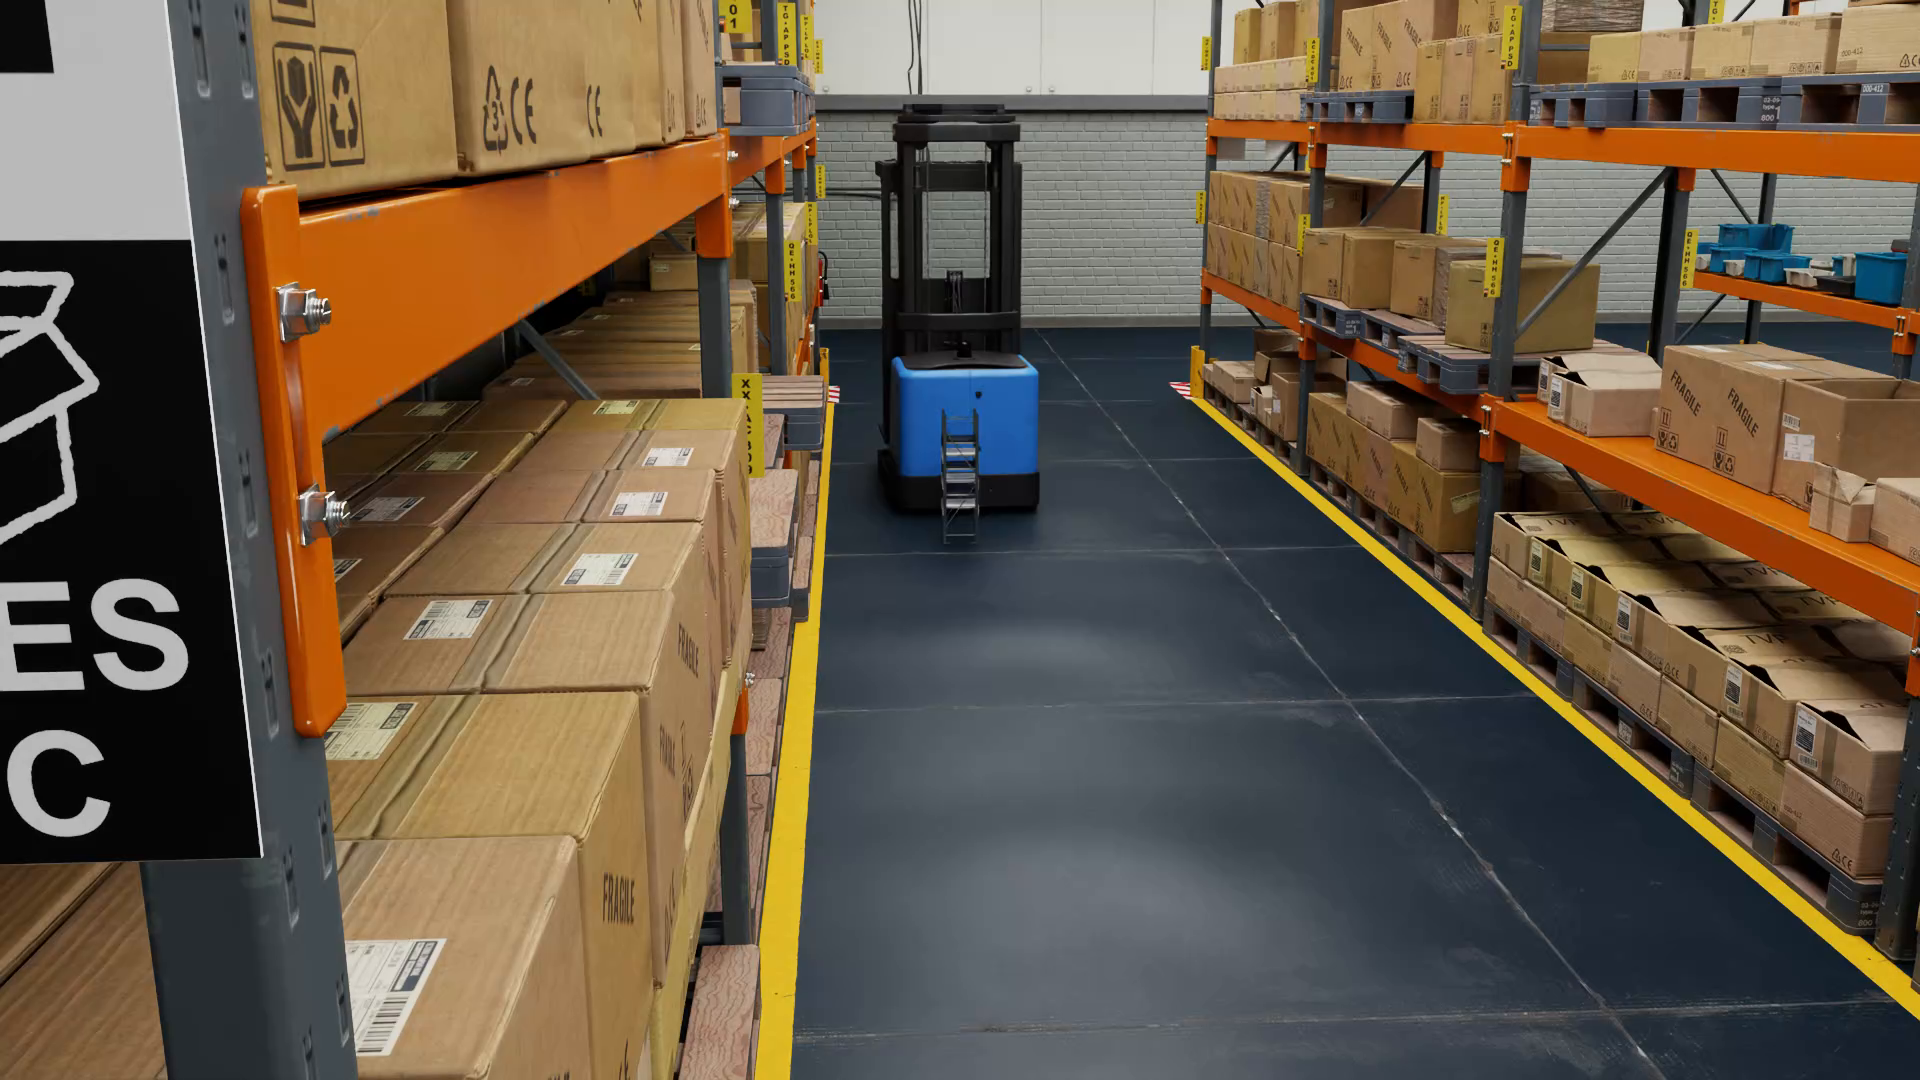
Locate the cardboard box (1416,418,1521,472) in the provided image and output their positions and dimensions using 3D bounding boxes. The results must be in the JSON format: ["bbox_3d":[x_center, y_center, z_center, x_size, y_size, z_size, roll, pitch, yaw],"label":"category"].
[{"bbox_3d":[3.198,-0.603,10.480,0.500,0.250,0.500,0,14,-1],"label":"cardboard box"}]

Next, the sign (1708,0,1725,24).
[{"bbox_3d":[4.052,-2.743,8.950,0.100,0.325,0.005,-1,14,-3],"label":"sign"}]

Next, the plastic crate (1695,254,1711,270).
[{"bbox_3d":[7.570,-2.814,16.851,0.250,0.136,0.298,-1,14,-3],"label":"plastic crate"}]

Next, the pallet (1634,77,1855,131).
[{"bbox_3d":[3.701,-1.911,7.291,1.003,0.211,1.213,0,14,-1],"label":"pallet"}]

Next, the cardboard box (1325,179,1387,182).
[{"bbox_3d":[3.437,-2.900,14.570,0.500,0.500,0.500,-1,14,-5],"label":"cardboard box"}]

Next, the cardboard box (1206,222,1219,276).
[{"bbox_3d":[2.766,-2.918,16.649,0.500,0.500,0.500,-1,14,-2],"label":"cardboard box"}]

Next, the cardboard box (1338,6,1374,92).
[{"bbox_3d":[3.207,-3.616,12.297,0.600,0.600,0.600,-2,15,-9],"label":"cardboard box"}]

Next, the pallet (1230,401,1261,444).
[{"bbox_3d":[3.129,-1.114,15.433,1.003,0.211,1.213,-1,14,-3],"label":"pallet"}]

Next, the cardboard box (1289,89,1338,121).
[{"bbox_3d":[2.954,-3.486,13.338,0.500,0.250,0.500,-1,14,-3],"label":"cardboard box"}]

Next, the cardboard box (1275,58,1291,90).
[{"bbox_3d":[2.921,-3.853,13.759,0.500,0.250,0.500,-1,14,-3],"label":"cardboard box"}]

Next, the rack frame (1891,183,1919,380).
[{"bbox_3d":[8.194,-2.065,13.533,1.000,3.000,0.127,-1,14,-3],"label":"rack frame"}]

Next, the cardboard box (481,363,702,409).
[{"bbox_3d":[-1.196,-0.311,5.633,0.700,0.500,0.500,-1,14,-3],"label":"cardboard box"}]

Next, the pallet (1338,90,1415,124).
[{"bbox_3d":[3.287,-2.930,11.252,1.213,0.211,1.003,-1,14,-3],"label":"pallet"}]

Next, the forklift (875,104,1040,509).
[{"bbox_3d":[-0.094,-1.964,13.278,1.130,2.935,3.031,-2,15,-6],"label":"forklift"}]

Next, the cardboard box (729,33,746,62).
[{"bbox_3d":[-1.533,-2.749,9.088,0.700,0.500,0.500,-2,15,-8],"label":"cardboard box"}]

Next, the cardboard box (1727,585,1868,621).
[{"bbox_3d":[3.872,0.368,7.627,0.500,0.311,0.500,0,14,-2],"label":"cardboard box"}]

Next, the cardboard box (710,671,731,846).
[{"bbox_3d":[-0.798,0.502,3.815,0.500,0.250,0.500,-1,14,-4],"label":"cardboard box"}]

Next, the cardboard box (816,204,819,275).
[{"bbox_3d":[-1.901,-2.926,16.275,0.980,0.700,0.700,0,14,-1],"label":"cardboard box"}]

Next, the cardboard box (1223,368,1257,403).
[{"bbox_3d":[2.814,-1.478,15.884,0.500,0.250,0.500,-1,14,-3],"label":"cardboard box"}]

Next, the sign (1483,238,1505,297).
[{"bbox_3d":[2.956,-1.506,9.197,0.100,0.325,0.005,-1,14,-3],"label":"sign"}]

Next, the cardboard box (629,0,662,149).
[{"bbox_3d":[-0.810,-0.922,2.828,0.500,0.500,0.500,0,14,0],"label":"cardboard box"}]

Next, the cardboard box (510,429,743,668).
[{"bbox_3d":[-0.824,0.014,4.208,0.500,0.500,0.500,-1,14,-4],"label":"cardboard box"}]

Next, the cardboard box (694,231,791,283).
[{"bbox_3d":[-1.219,-1.607,9.409,0.500,0.250,0.500,-1,14,-2],"label":"cardboard box"}]

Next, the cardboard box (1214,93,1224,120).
[{"bbox_3d":[2.780,-4.233,16.239,0.500,0.250,0.500,-1,14,-3],"label":"cardboard box"}]

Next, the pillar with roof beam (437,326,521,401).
[{"bbox_3d":[2.067,-3.553,7.274,9.100,9.000,0.400,-1,14,-3],"label":"pillar with roof beam"}]

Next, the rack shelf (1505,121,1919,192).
[{"bbox_3d":[3.621,-1.602,7.156,1.077,0.370,4.000,-1,14,-3],"label":"rack shelf"}]

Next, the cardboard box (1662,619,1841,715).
[{"bbox_3d":[3.367,0.507,7.086,0.500,0.311,0.500,-1,14,-4],"label":"cardboard box"}]

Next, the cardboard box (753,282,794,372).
[{"bbox_3d":[-1.221,-1.244,9.505,0.500,0.500,0.500,0,14,-2],"label":"cardboard box"}]

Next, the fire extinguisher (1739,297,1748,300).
[{"bbox_3d":[8.390,-2.886,17.629,0.296,0.674,0.183,-1,14,-3],"label":"fire extinguisher"}]

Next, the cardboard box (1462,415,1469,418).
[{"bbox_3d":[3.619,-0.626,12.073,0.500,0.500,0.500,-1,14,-3],"label":"cardboard box"}]

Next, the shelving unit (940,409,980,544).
[{"bbox_3d":[0.000,-0.438,11.422,0.258,0.900,0.210,-1,14,-3],"label":"shelving unit"}]

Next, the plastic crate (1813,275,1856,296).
[{"bbox_3d":[7.856,-2.235,14.626,0.437,0.125,0.590,-1,14,-3],"label":"plastic crate"}]

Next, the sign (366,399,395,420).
[{"bbox_3d":[-1.752,-0.474,5.025,0.100,0.325,0.005,-1,14,-3],"label":"sign"}]

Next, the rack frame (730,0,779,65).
[{"bbox_3d":[-1.446,-3.823,8.325,1.000,3.000,0.127,-1,14,-3],"label":"rack frame"}]

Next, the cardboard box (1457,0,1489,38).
[{"bbox_3d":[3.414,-3.342,10.270,0.500,0.500,0.500,-1,14,-3],"label":"cardboard box"}]

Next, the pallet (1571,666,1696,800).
[{"bbox_3d":[3.582,0.864,7.746,1.003,0.211,1.213,-1,14,-3],"label":"pallet"}]

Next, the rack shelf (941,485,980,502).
[{"bbox_3d":[0.000,-0.318,11.453,0.258,0.077,0.200,-1,14,-3],"label":"rack shelf"}]

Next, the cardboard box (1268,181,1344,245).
[{"bbox_3d":[2.925,-2.771,14.071,0.500,0.500,0.500,-1,14,-5],"label":"cardboard box"}]

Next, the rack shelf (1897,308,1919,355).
[{"bbox_3d":[8.318,-1.219,11.689,1.077,0.370,4.000,-1,14,-3],"label":"rack shelf"}]

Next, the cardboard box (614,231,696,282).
[{"bbox_3d":[-1.733,-1.592,9.350,0.500,0.250,0.500,0,14,-2],"label":"cardboard box"}]

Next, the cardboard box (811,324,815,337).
[{"bbox_3d":[-1.609,-2.012,16.199,0.380,0.149,0.250,-1,14,-4],"label":"cardboard box"}]

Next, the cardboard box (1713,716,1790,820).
[{"bbox_3d":[3.401,0.904,6.669,0.500,0.250,0.500,-1,14,-4],"label":"cardboard box"}]

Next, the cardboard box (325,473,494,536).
[{"bbox_3d":[-1.324,0.150,3.679,0.500,0.500,0.500,0,14,-2],"label":"cardboard box"}]

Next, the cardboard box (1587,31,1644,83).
[{"bbox_3d":[3.582,-2.466,8.530,0.500,0.250,0.500,-2,15,-8],"label":"cardboard box"}]

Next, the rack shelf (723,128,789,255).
[{"bbox_3d":[-1.323,-1.524,6.855,1.077,0.370,4.000,-1,14,-3],"label":"rack shelf"}]

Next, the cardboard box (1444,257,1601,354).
[{"bbox_3d":[3.346,-1.401,9.910,0.700,0.500,0.500,-6,16,-22],"label":"cardboard box"}]

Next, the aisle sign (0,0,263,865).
[{"bbox_3d":[-0.647,-0.174,0.964,0.394,0.787,0.004,-1,14,-3],"label":"aisle sign"}]

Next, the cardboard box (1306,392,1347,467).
[{"bbox_3d":[3.036,-0.868,13.014,0.500,0.500,0.500,-2,15,-6],"label":"cardboard box"}]

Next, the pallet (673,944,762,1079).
[{"bbox_3d":[-1.122,1.594,4.906,1.003,0.211,1.213,-1,14,-3],"label":"pallet"}]

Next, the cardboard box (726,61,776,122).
[{"bbox_3d":[-1.132,-2.162,8.027,0.500,0.311,0.500,-1,14,-3],"label":"cardboard box"}]

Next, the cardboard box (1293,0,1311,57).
[{"bbox_3d":[3.255,-4.346,14.171,0.700,0.500,0.500,-1,14,-3],"label":"cardboard box"}]

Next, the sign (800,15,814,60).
[{"bbox_3d":[-1.153,-3.778,12.503,0.100,0.325,0.005,-1,14,-3],"label":"sign"}]

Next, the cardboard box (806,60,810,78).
[{"bbox_3d":[-1.491,-3.847,13.696,0.500,0.250,0.500,-1,14,-5],"label":"cardboard box"}]

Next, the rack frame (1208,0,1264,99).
[{"bbox_3d":[3.002,-5.890,16.358,1.000,3.000,0.127,-1,14,-3],"label":"rack frame"}]

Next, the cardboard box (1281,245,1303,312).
[{"bbox_3d":[2.963,-2.158,13.695,0.500,0.500,0.500,-1,14,-3],"label":"cardboard box"}]

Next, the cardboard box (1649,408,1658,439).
[{"bbox_3d":[3.633,-0.557,8.175,0.380,0.149,0.250,0,14,1],"label":"cardboard box"}]
